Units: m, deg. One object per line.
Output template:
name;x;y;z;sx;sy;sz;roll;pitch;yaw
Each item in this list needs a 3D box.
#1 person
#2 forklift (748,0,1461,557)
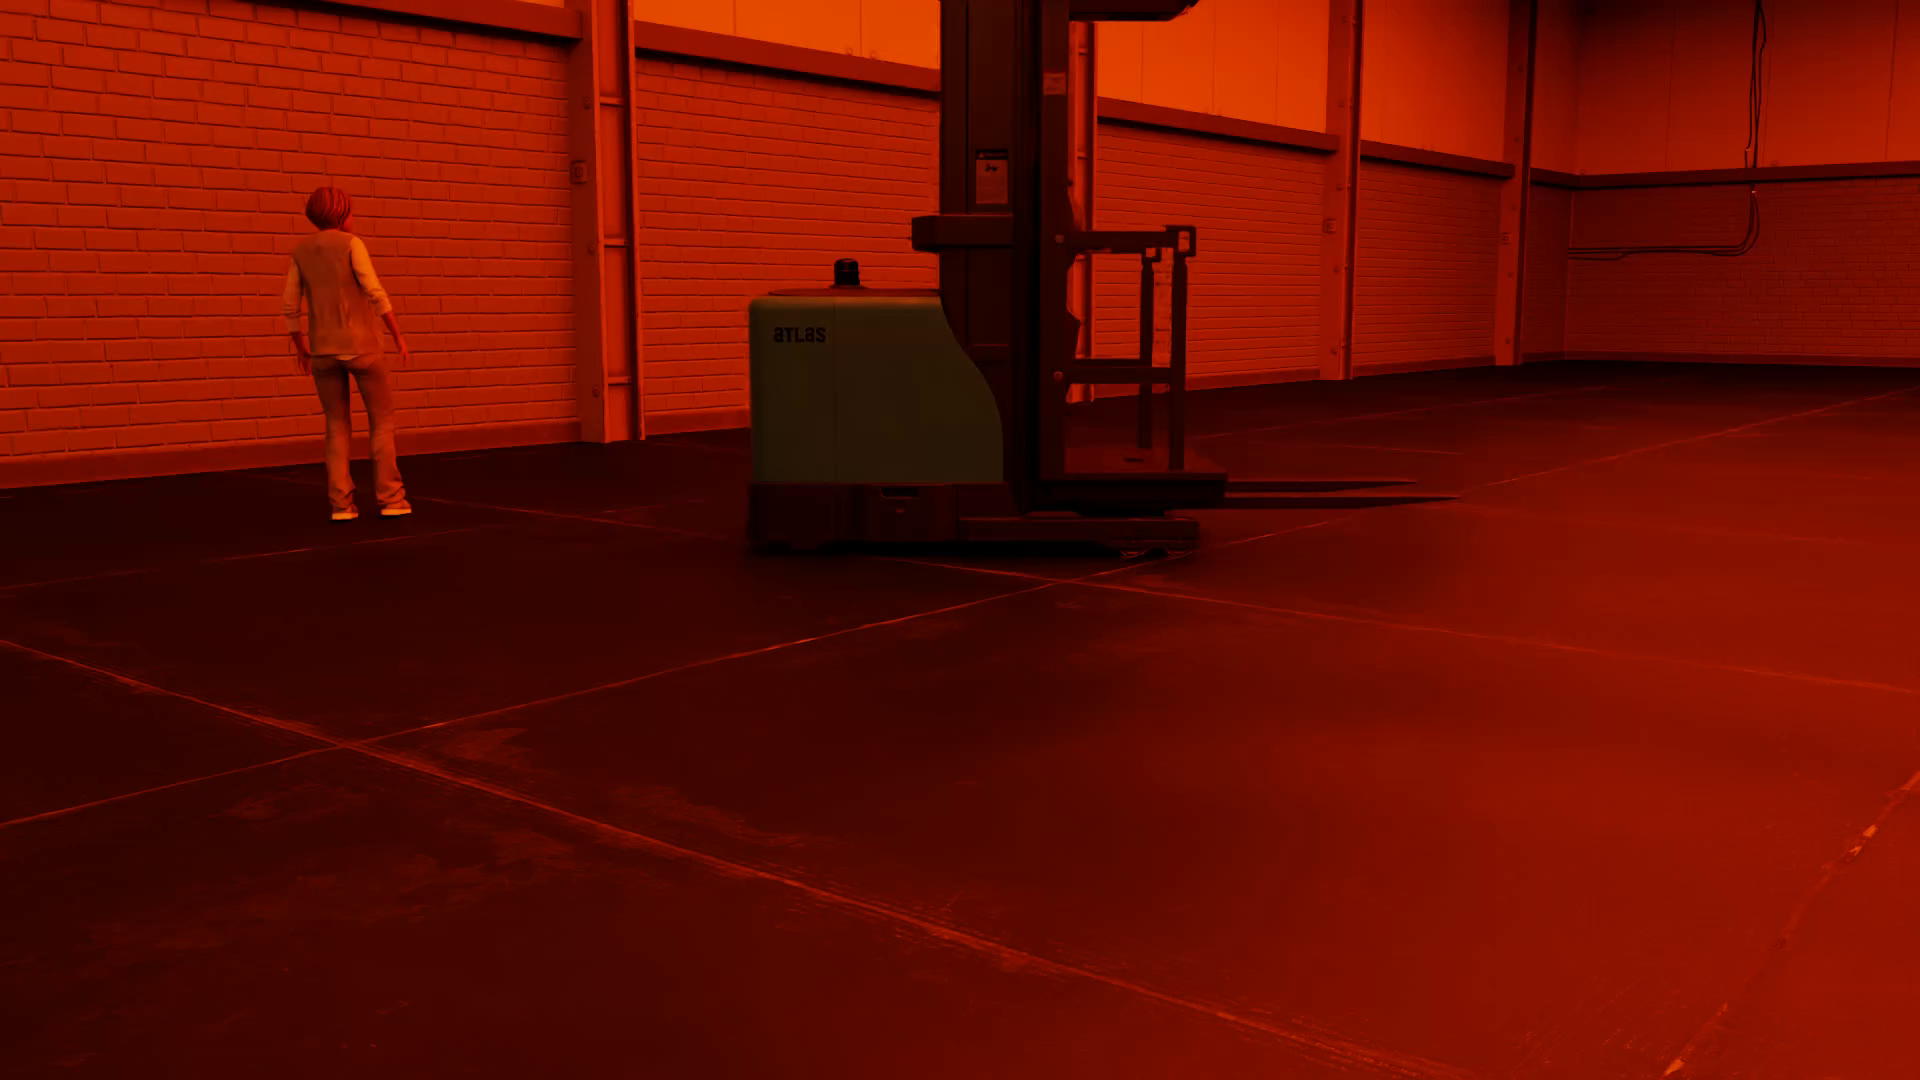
person;-2.938;-0.898;8.045;0.590;1.596;0.449;1;8;4
forklift;0.621;-1.455;7.224;3.031;2.935;1.130;0;8;-1
